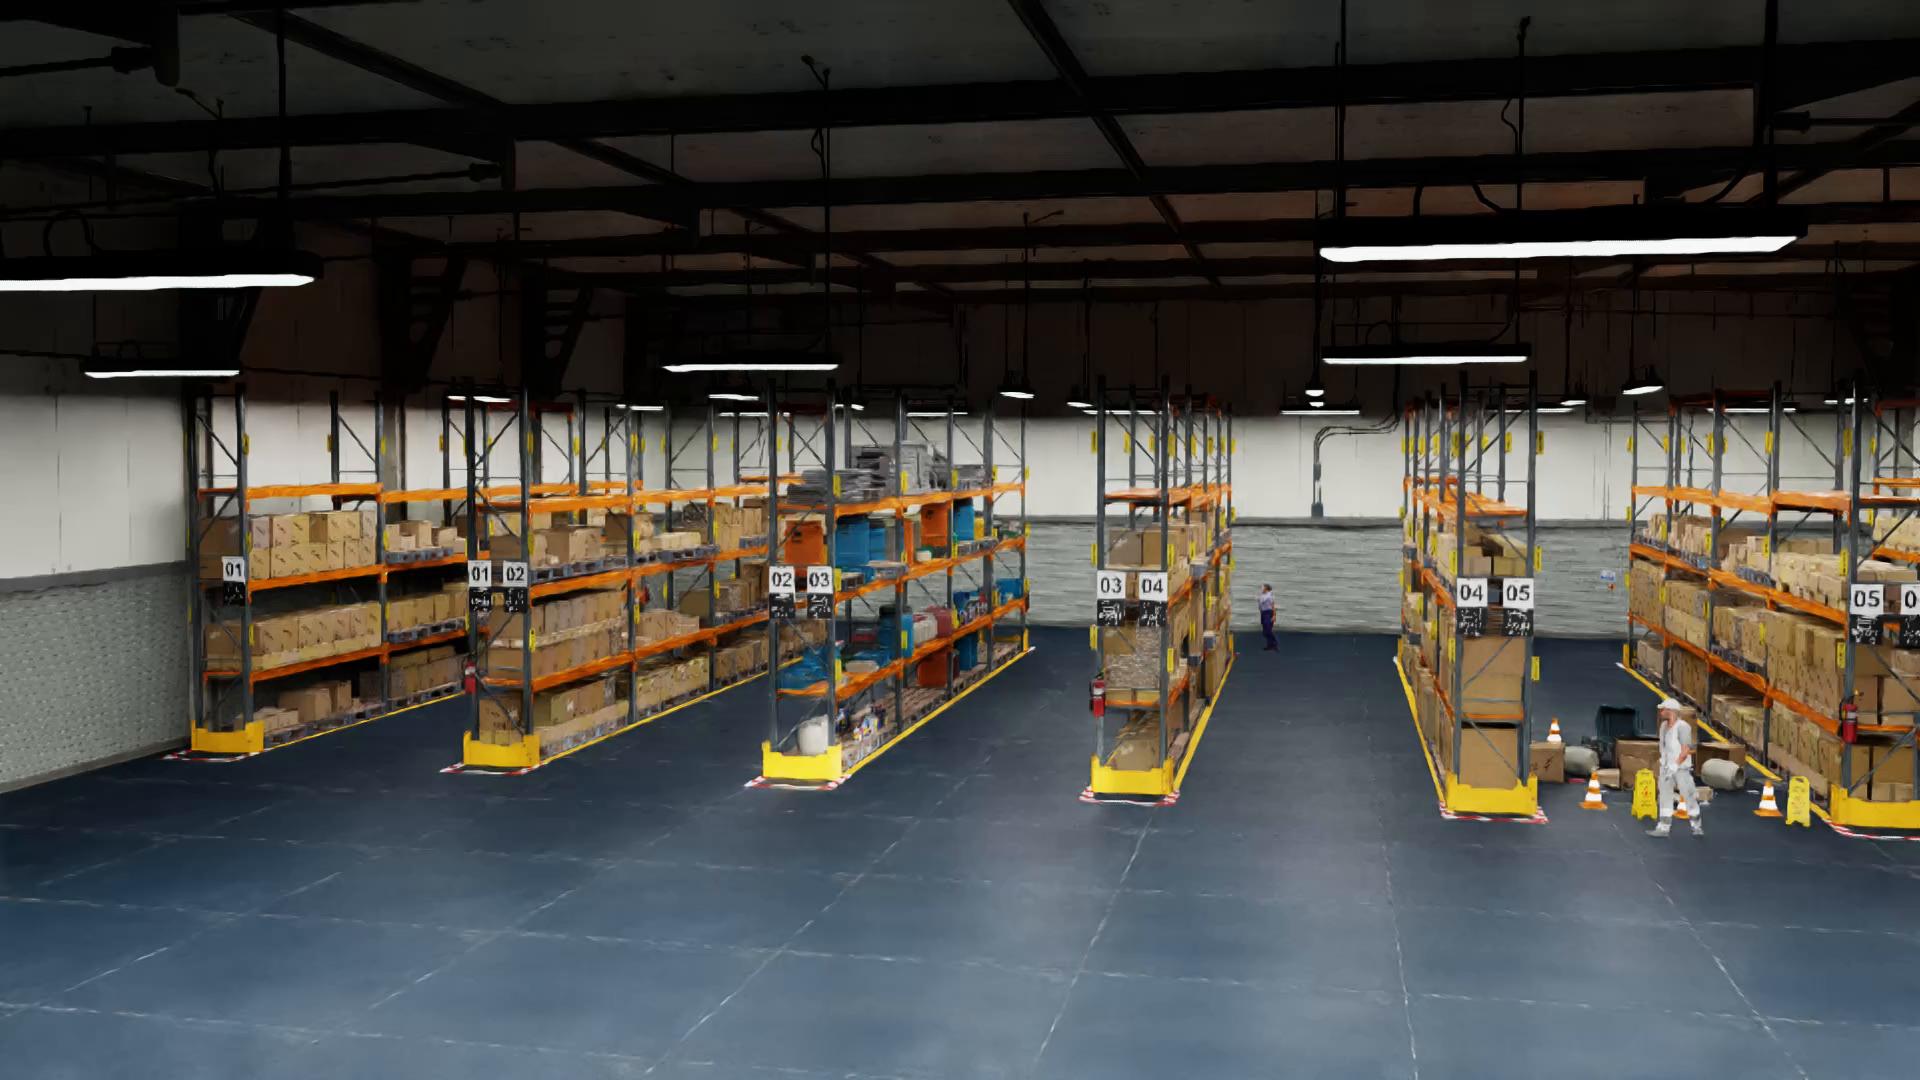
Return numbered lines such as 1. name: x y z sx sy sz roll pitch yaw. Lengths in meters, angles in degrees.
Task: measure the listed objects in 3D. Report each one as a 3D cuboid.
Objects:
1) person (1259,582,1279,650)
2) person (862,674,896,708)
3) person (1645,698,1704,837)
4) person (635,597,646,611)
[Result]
1. person: 7.538 1.856 40.566 0.397 1.642 0.608 -1 3 -19
2. person: -1.479 2.416 31.579 0.458 1.538 0.860 2 4 35
3. person: 9.143 2.904 21.237 0.714 1.784 0.555 -1 3 -21
4. person: -8.460 1.649 43.874 0.682 1.668 0.549 -3 4 -43
